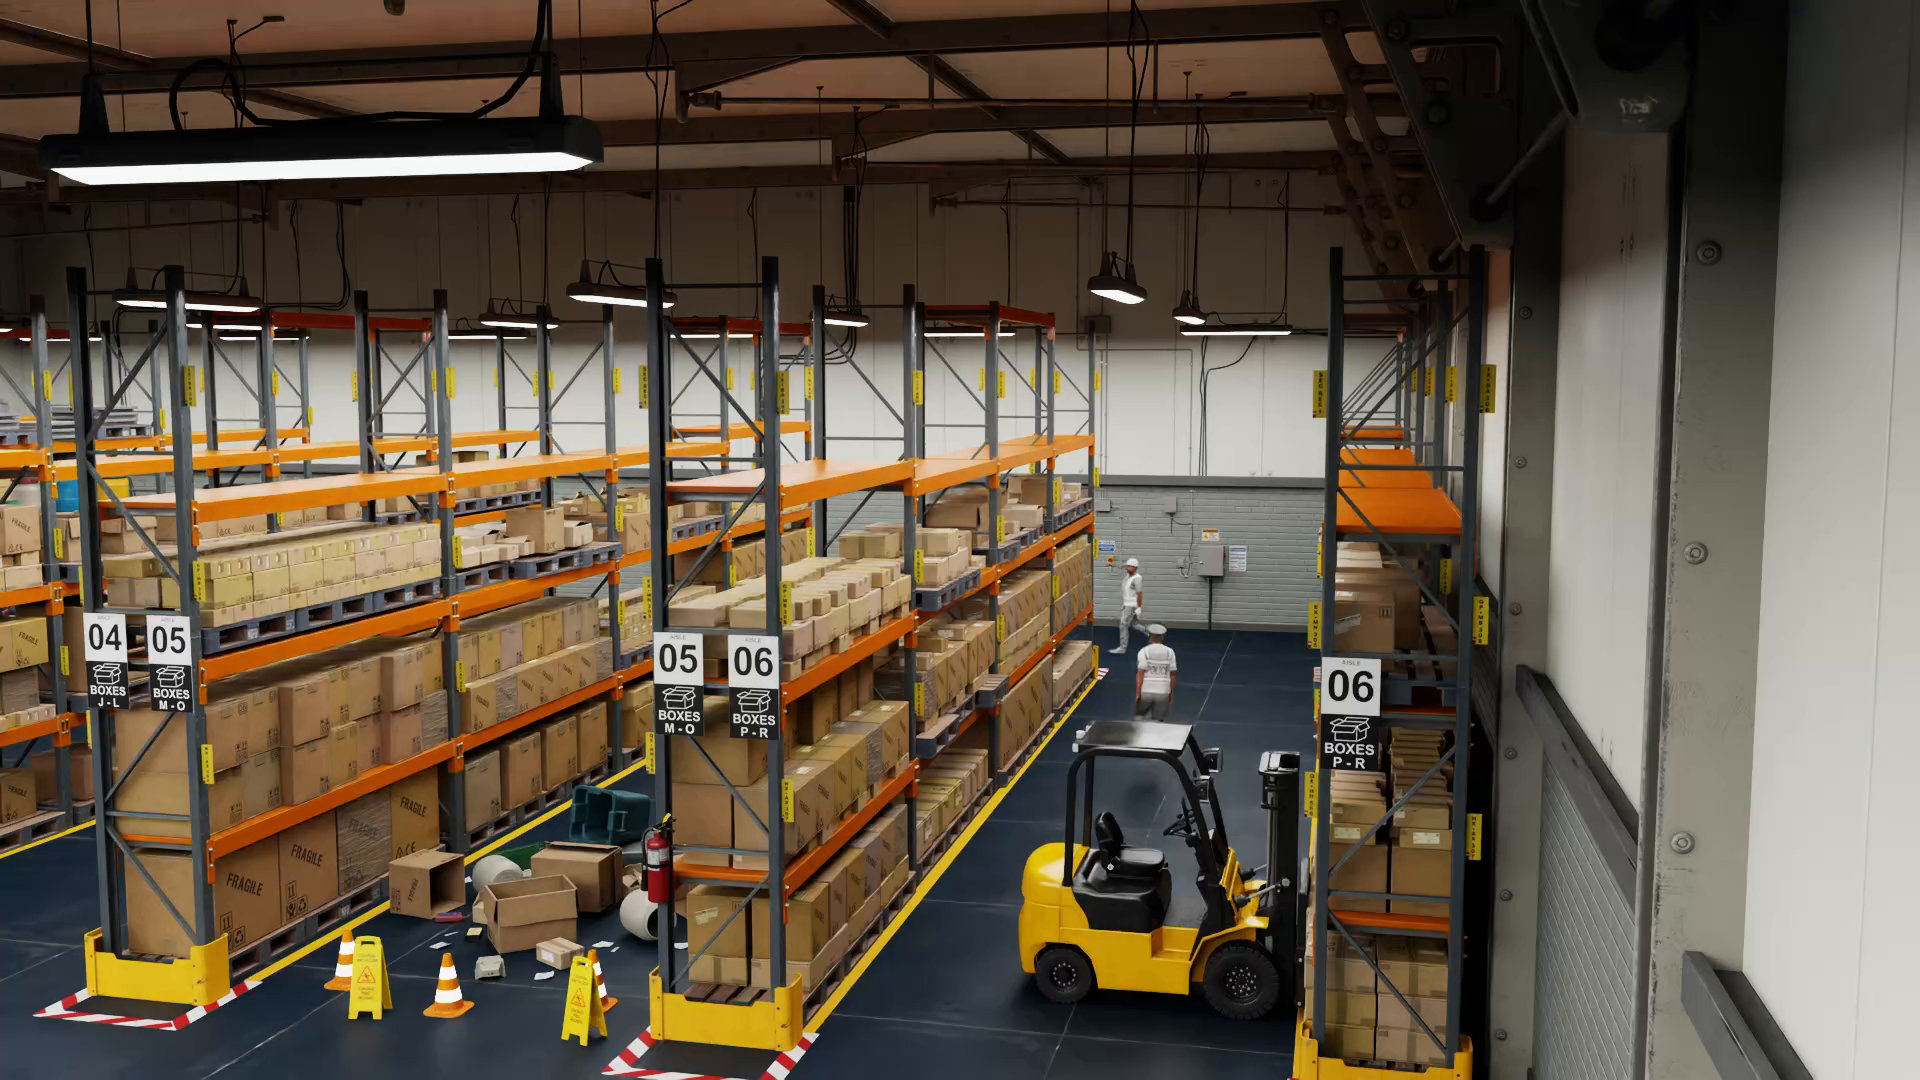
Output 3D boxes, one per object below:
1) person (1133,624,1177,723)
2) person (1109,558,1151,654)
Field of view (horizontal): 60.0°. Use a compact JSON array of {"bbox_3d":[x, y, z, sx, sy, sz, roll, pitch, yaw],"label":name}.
[{"bbox_3d":[2.498,1.947,21.265,0.552,1.727,0.641,0,6,0],"label":"person"},{"bbox_3d":[3.200,1.209,30.463,0.943,1.763,0.538,0,6,-3],"label":"person"}]
